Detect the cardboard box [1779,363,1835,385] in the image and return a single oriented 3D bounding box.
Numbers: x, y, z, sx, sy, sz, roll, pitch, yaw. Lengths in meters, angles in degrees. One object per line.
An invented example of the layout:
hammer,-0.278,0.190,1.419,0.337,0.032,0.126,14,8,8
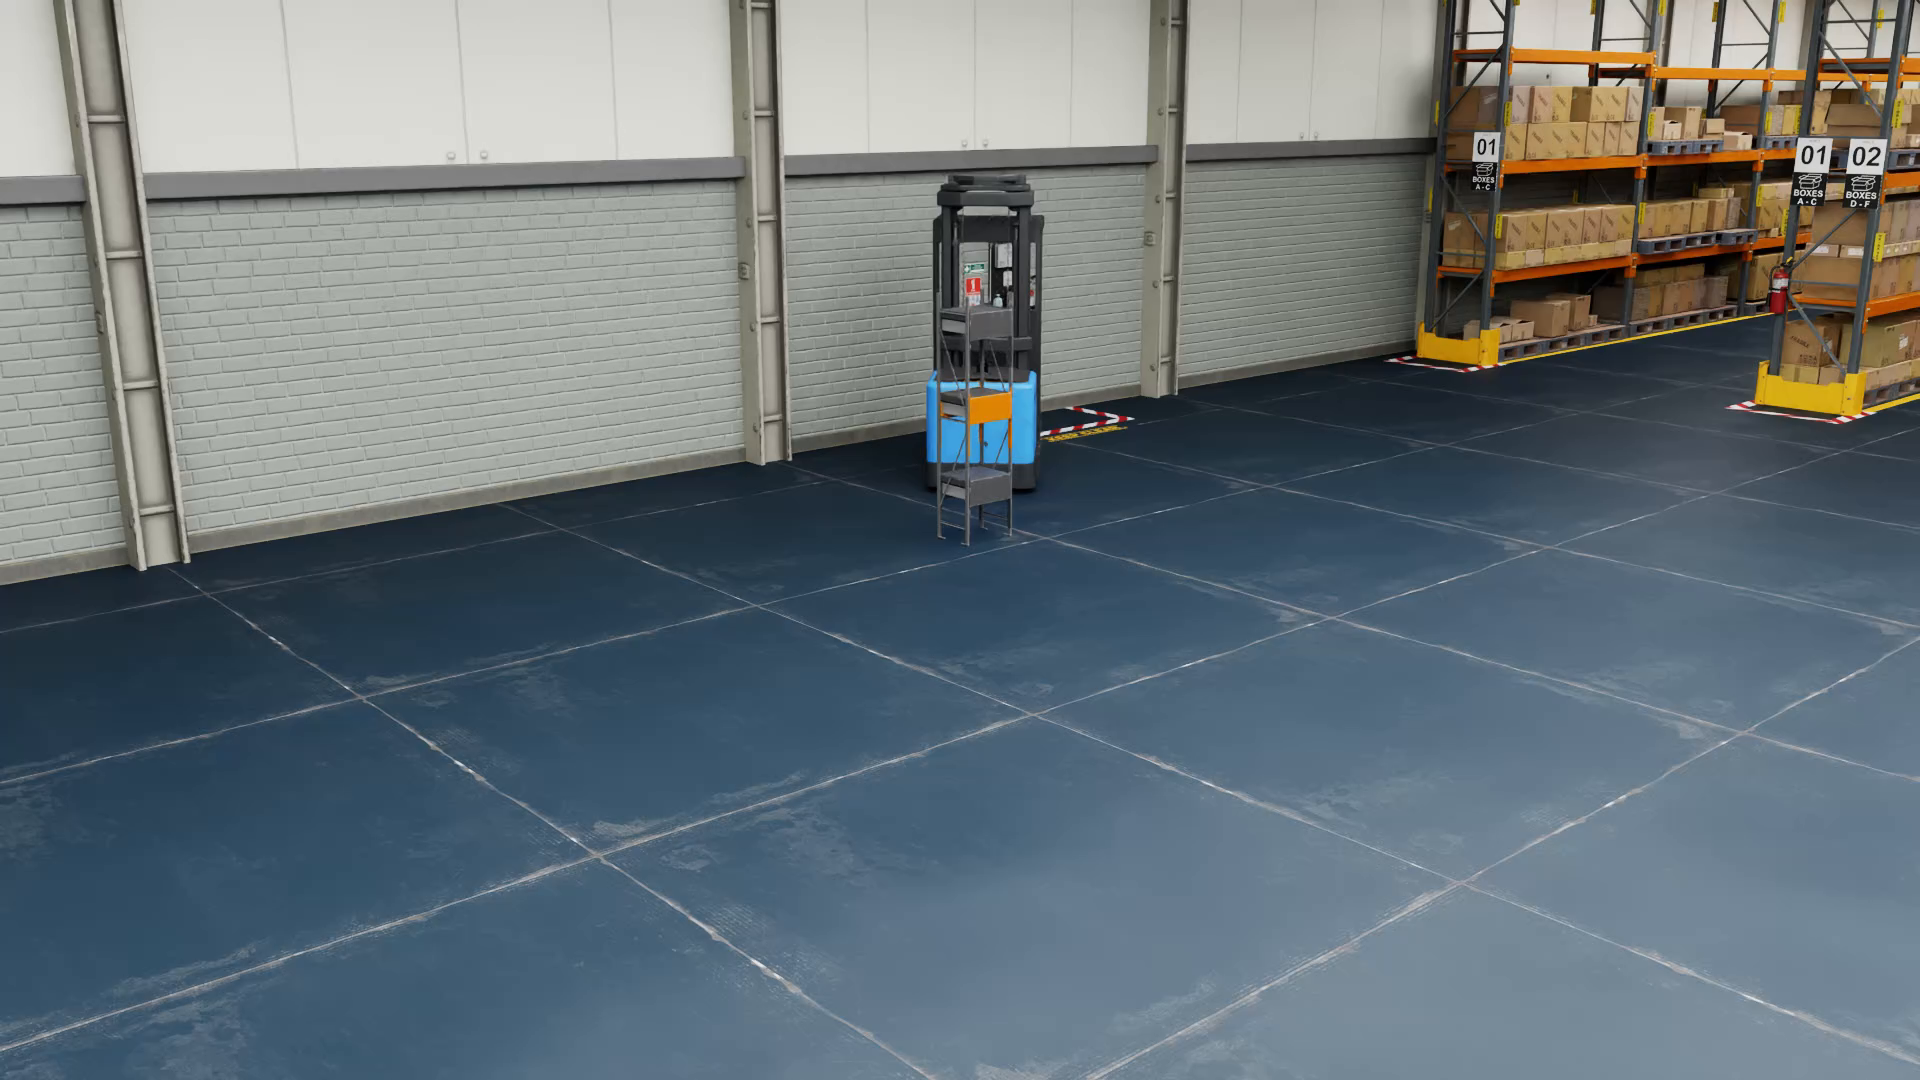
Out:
cardboard box,10.557,-2.086,20.762,0.500,0.250,0.500,-13,19,-39

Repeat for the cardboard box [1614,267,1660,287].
cardboard box,10.984,-4.275,26.981,0.500,0.250,0.500,-13,20,-41

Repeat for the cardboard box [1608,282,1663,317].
cardboard box,11.011,-3.935,27.160,0.500,0.500,0.700,-13,20,-40

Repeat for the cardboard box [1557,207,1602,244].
cardboard box,9.196,-4.695,24.813,0.500,0.500,0.500,-13,20,-41

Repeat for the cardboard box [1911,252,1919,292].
cardboard box,11.874,-3.451,21.164,0.500,0.500,0.700,-12,19,-38

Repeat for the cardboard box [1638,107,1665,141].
cardboard box,10.575,-6.482,25.885,0.500,0.500,0.500,-9,18,-32

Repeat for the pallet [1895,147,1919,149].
pallet,11.818,-4.792,20.738,1.213,0.211,1.003,-13,19,-39

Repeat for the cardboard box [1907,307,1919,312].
cardboard box,12.773,-2.774,21.885,0.500,0.500,0.500,-13,19,-39

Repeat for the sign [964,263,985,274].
sign,0.161,-3.085,18.892,0.331,0.109,0.001,-13,19,-39

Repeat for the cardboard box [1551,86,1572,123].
cardboard box,8.333,-6.199,23.664,0.500,0.500,0.500,-12,19,-38

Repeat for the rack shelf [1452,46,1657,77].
rack shelf,8.601,-6.915,24.101,4.000,0.370,1.077,-13,19,-39

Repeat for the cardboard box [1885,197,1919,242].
cardboard box,11.520,-4.000,20.704,0.500,0.500,0.700,-13,19,-39

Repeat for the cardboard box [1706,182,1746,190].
cardboard box,13.299,-6.074,28.914,0.500,0.250,0.500,-12,19,-38

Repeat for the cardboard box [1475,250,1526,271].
cardboard box,7.669,-3.985,23.609,0.500,0.250,0.500,-13,20,-41

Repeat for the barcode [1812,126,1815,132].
barcode,10.258,-4.938,19.987,0.075,0.075,0.001,-13,19,-39

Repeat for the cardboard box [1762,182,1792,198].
cardboard box,14.419,-6.150,29.198,0.500,0.250,0.500,-12,19,-39

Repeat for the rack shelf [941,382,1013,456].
rack shelf,0.125,-1.029,14.088,0.480,0.518,0.431,-13,19,-39

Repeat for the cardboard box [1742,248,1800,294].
cardboard box,14.433,-4.793,29.733,0.750,0.750,0.750,-13,20,-40

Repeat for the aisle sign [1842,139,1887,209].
aisle sign,10.498,-4.249,19.306,0.004,0.787,0.394,-13,19,-39

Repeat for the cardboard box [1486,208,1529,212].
cardboard box,8.082,-4.620,24.531,0.500,0.500,0.500,-13,20,-41

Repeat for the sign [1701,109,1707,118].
sign,12.769,-7.229,28.533,0.005,0.325,0.100,-13,19,-39

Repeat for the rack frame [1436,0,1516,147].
rack frame,7.092,-6.926,22.740,0.127,3.000,1.000,-13,19,-39

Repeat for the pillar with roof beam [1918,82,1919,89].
pillar with roof beam,23.457,-9.424,32.092,0.400,9.000,9.100,-13,19,-39

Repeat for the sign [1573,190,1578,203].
sign,9.743,-5.372,26.304,0.005,0.325,0.100,-13,19,-39

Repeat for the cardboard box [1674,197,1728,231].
cardboard box,12.376,-5.462,27.838,0.700,0.500,0.500,14,20,42

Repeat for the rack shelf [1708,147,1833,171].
rack shelf,14.636,-6.823,29.562,4.000,0.370,1.077,-13,19,-39

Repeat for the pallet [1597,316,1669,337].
pallet,10.696,-3.490,26.906,1.213,0.211,1.003,-13,19,-39

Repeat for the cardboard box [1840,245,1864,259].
cardboard box,10.784,-3.450,19.901,0.250,0.149,0.380,-13,20,-40

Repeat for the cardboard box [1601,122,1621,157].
cardboard box,9.501,-5.995,24.836,0.500,0.500,0.500,14,20,42

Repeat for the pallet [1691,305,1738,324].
pallet,12.537,-3.903,28.453,1.213,0.211,1.003,-13,19,-39

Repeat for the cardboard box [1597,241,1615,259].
cardboard box,9.570,-4.420,25.236,0.500,0.250,0.500,-13,19,-39

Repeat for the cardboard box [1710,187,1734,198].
cardboard box,12.887,-5.892,28.194,0.380,0.149,0.250,13,20,40

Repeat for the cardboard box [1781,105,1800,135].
cardboard box,14.247,-7.377,29.196,0.500,0.500,0.700,-11,19,-37

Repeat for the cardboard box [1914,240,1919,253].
cardboard box,11.755,-3.668,20.720,0.250,0.149,0.380,-13,20,-40

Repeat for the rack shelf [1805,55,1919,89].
rack shelf,11.856,-5.760,20.545,4.000,0.370,1.077,-13,19,-39

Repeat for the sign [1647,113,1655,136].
sign,10.472,-6.299,25.206,0.005,0.325,0.100,-13,19,-39

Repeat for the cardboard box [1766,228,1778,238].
cardboard box,13.980,-5.351,28.918,0.250,0.149,0.380,-12,19,-38

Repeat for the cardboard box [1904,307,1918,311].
cardboard box,12.437,-2.874,22.258,0.500,0.500,0.500,-13,19,-39

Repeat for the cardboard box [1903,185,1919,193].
cardboard box,18.243,-6.669,32.822,0.700,0.700,0.980,-13,20,-40

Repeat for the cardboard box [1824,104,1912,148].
cardboard box,10.783,-4.930,19.795,0.637,0.503,0.797,-11,18,-36

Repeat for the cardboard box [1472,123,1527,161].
cardboard box,7.509,-5.542,23.141,0.500,0.500,0.500,-12,19,-38

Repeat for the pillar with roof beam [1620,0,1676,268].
pillar with roof beam,14.405,-7.391,24.482,0.400,9.000,9.100,-13,19,-39

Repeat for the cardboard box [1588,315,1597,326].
cardboard box,9.726,-3.452,25.999,0.380,0.166,0.250,13,20,40

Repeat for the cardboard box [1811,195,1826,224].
cardboard box,15.199,-5.963,29.951,0.500,0.500,0.500,-13,19,-39

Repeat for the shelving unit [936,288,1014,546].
shelving unit,0.125,-1.042,14.084,0.503,2.100,0.431,-13,19,-39

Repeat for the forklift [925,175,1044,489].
forklift,0.291,-2.229,16.915,1.130,2.935,3.031,1,15,4

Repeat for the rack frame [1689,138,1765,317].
rack frame,13.127,-5.382,28.588,0.127,3.000,1.000,-13,19,-39

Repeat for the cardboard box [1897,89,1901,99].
cardboard box,17.250,-8.205,31.171,0.500,0.500,0.500,-13,20,-40

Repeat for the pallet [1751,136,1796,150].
pallet,13.578,-6.860,28.672,1.003,0.211,1.213,-12,19,-37

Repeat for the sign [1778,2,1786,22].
sign,13.491,-8.666,27.293,0.005,0.325,0.100,-13,19,-39
